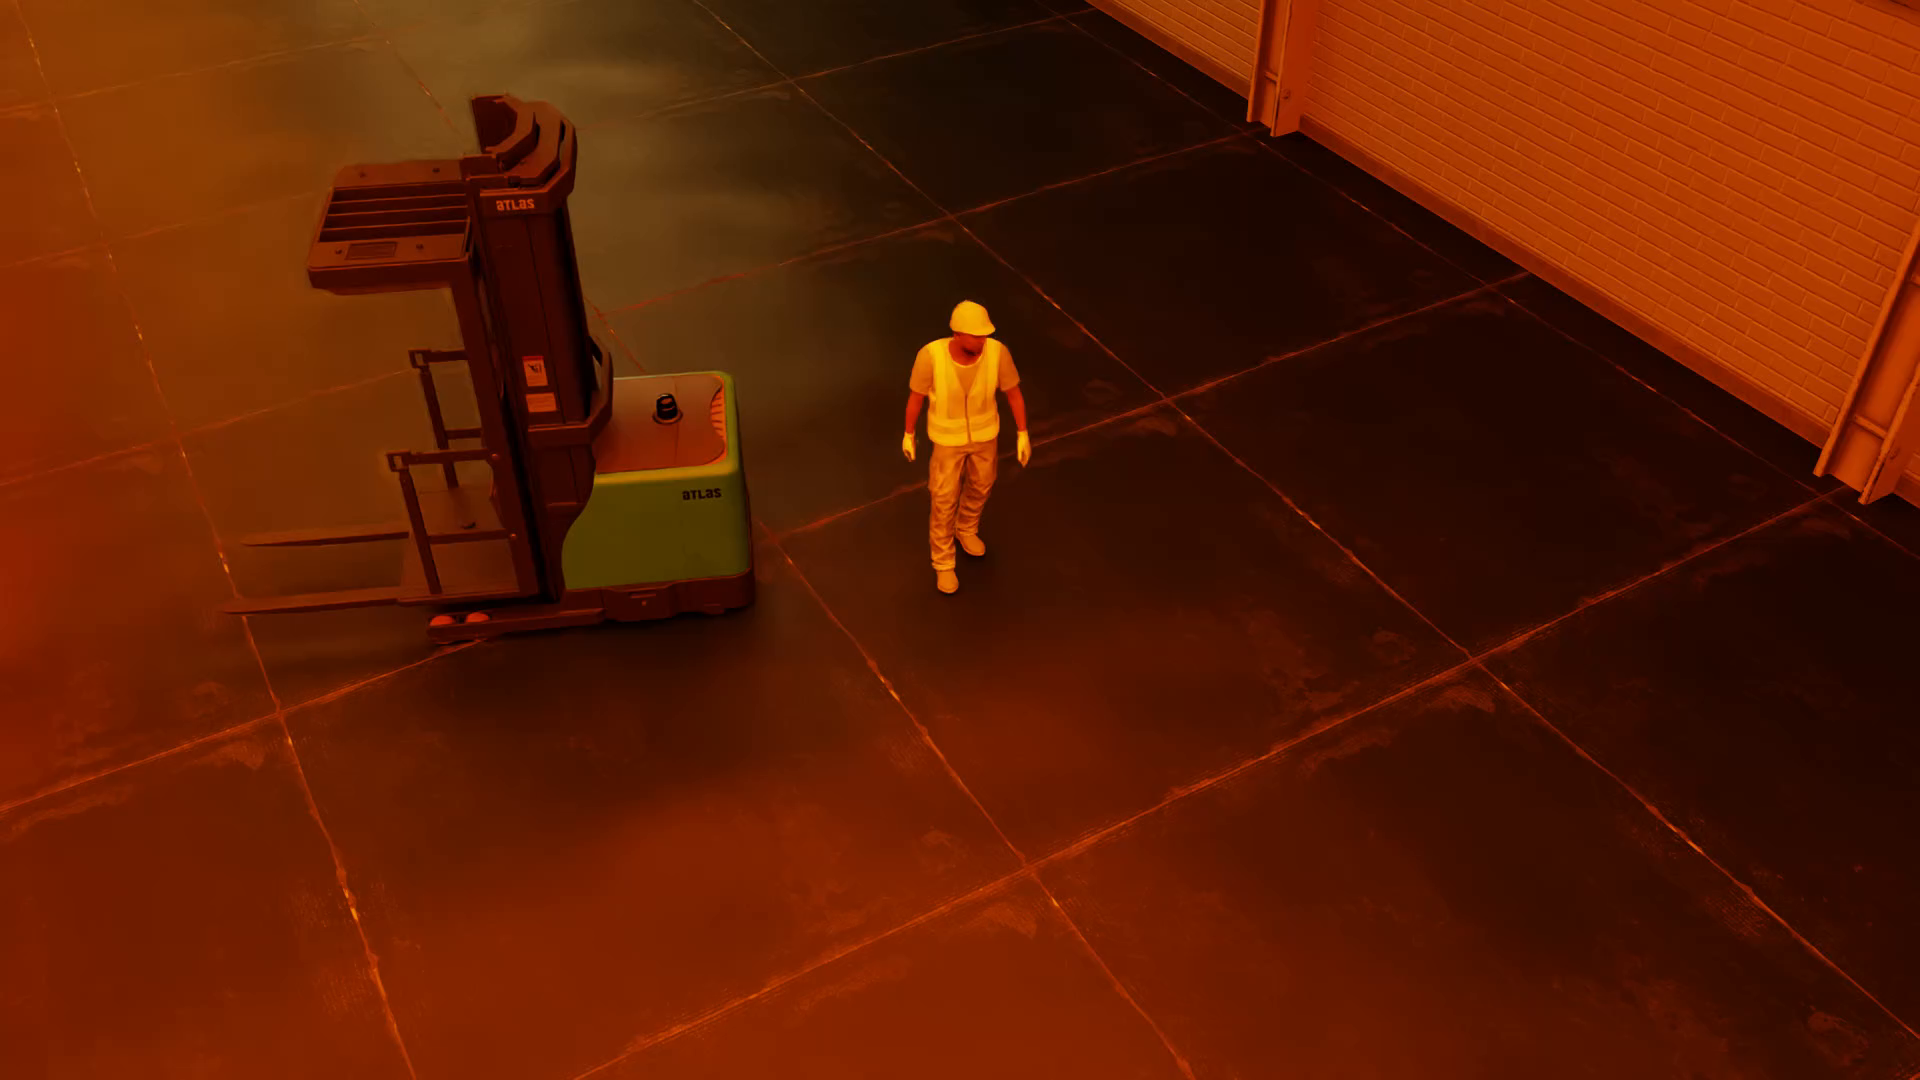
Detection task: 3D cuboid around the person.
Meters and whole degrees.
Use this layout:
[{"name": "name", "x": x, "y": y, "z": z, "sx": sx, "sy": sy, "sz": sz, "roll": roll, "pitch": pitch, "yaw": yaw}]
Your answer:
[{"name": "person", "x": 0.056, "y": -0.539, "z": 9.609, "sx": 0.718, "sy": 1.770, "sz": 0.623, "roll": -10, "pitch": 41, "yaw": -12}]

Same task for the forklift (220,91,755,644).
[{"name": "forklift", "x": -2.768, "y": -0.888, "z": 9.107, "sx": 3.031, "sy": 2.935, "sz": 1.130, "roll": -5, "pitch": 40, "yaw": -6}]
